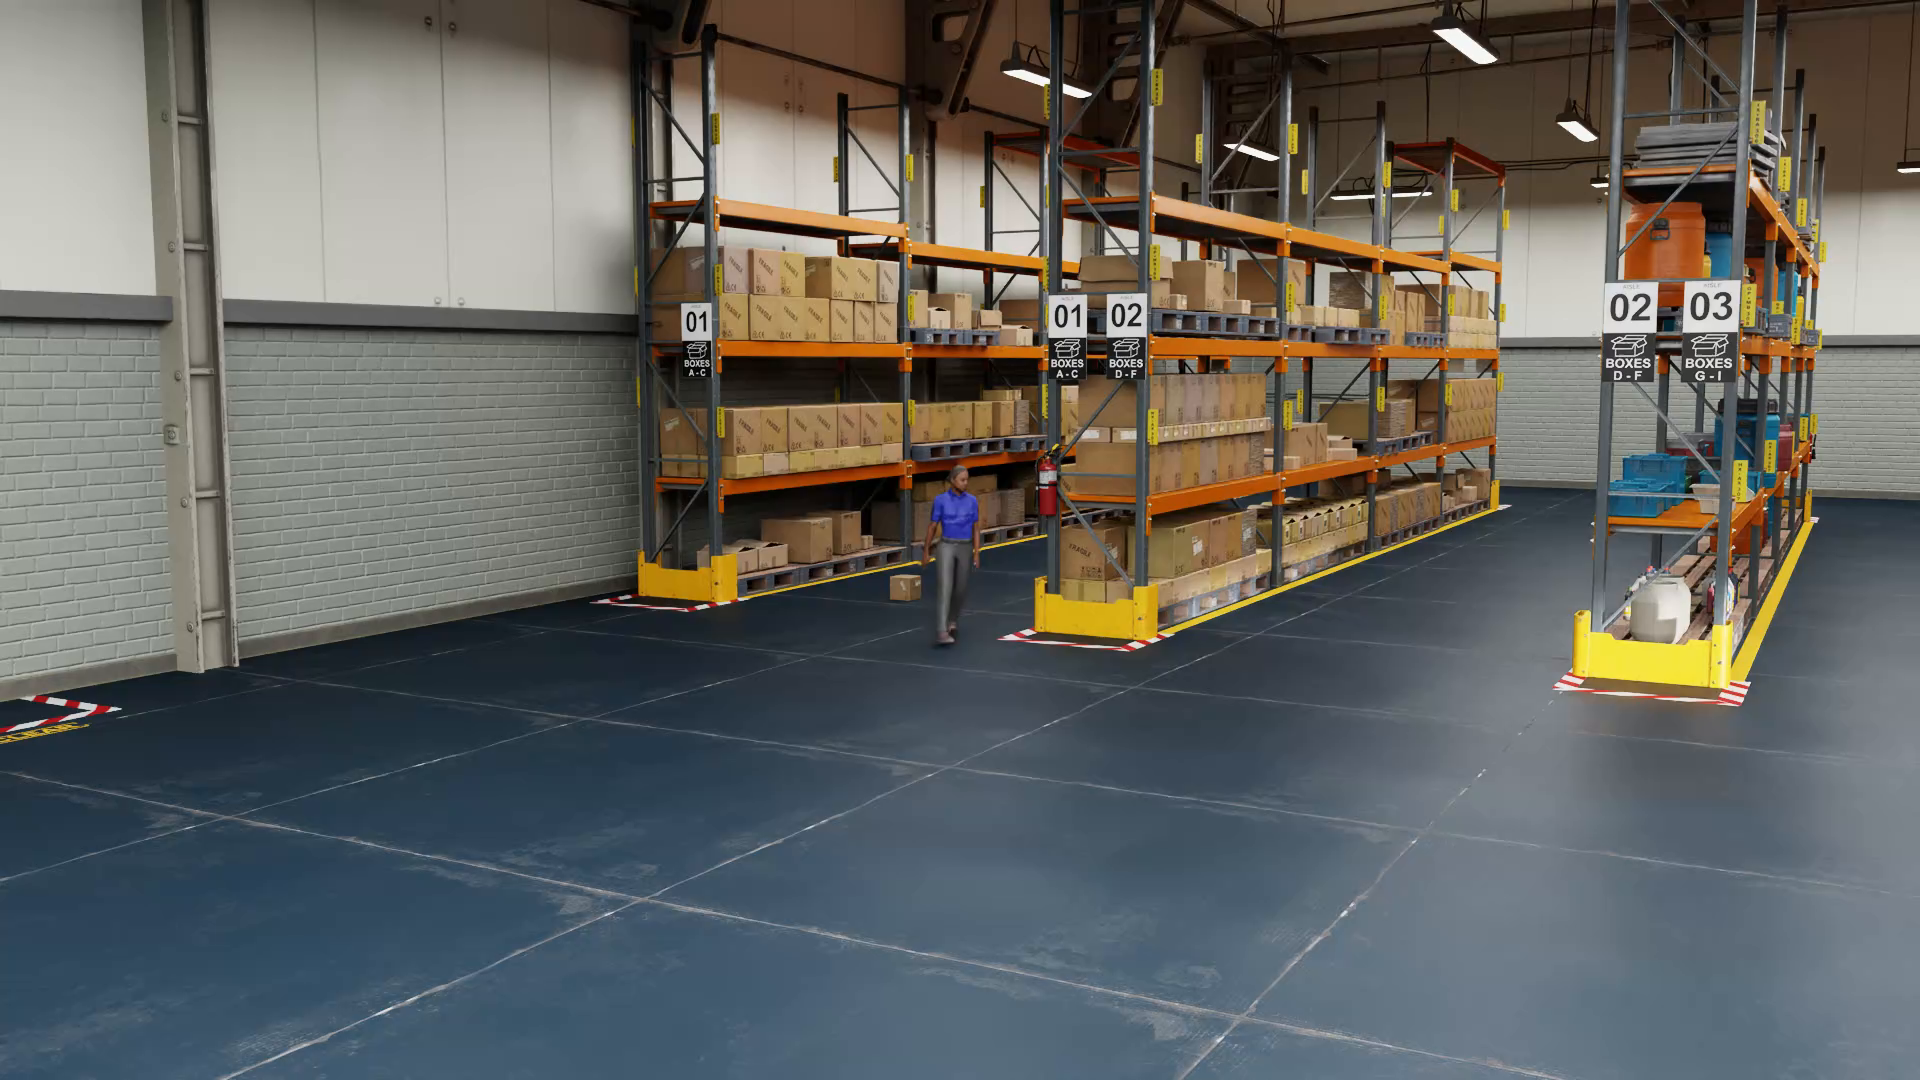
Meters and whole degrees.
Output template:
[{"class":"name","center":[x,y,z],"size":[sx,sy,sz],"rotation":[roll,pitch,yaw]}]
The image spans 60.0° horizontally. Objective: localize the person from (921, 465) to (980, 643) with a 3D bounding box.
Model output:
[{"class":"person","center":[-0.060,0.110,15.346],"size":[0.528,1.599,0.894],"rotation":[-2,6,-18]}]
